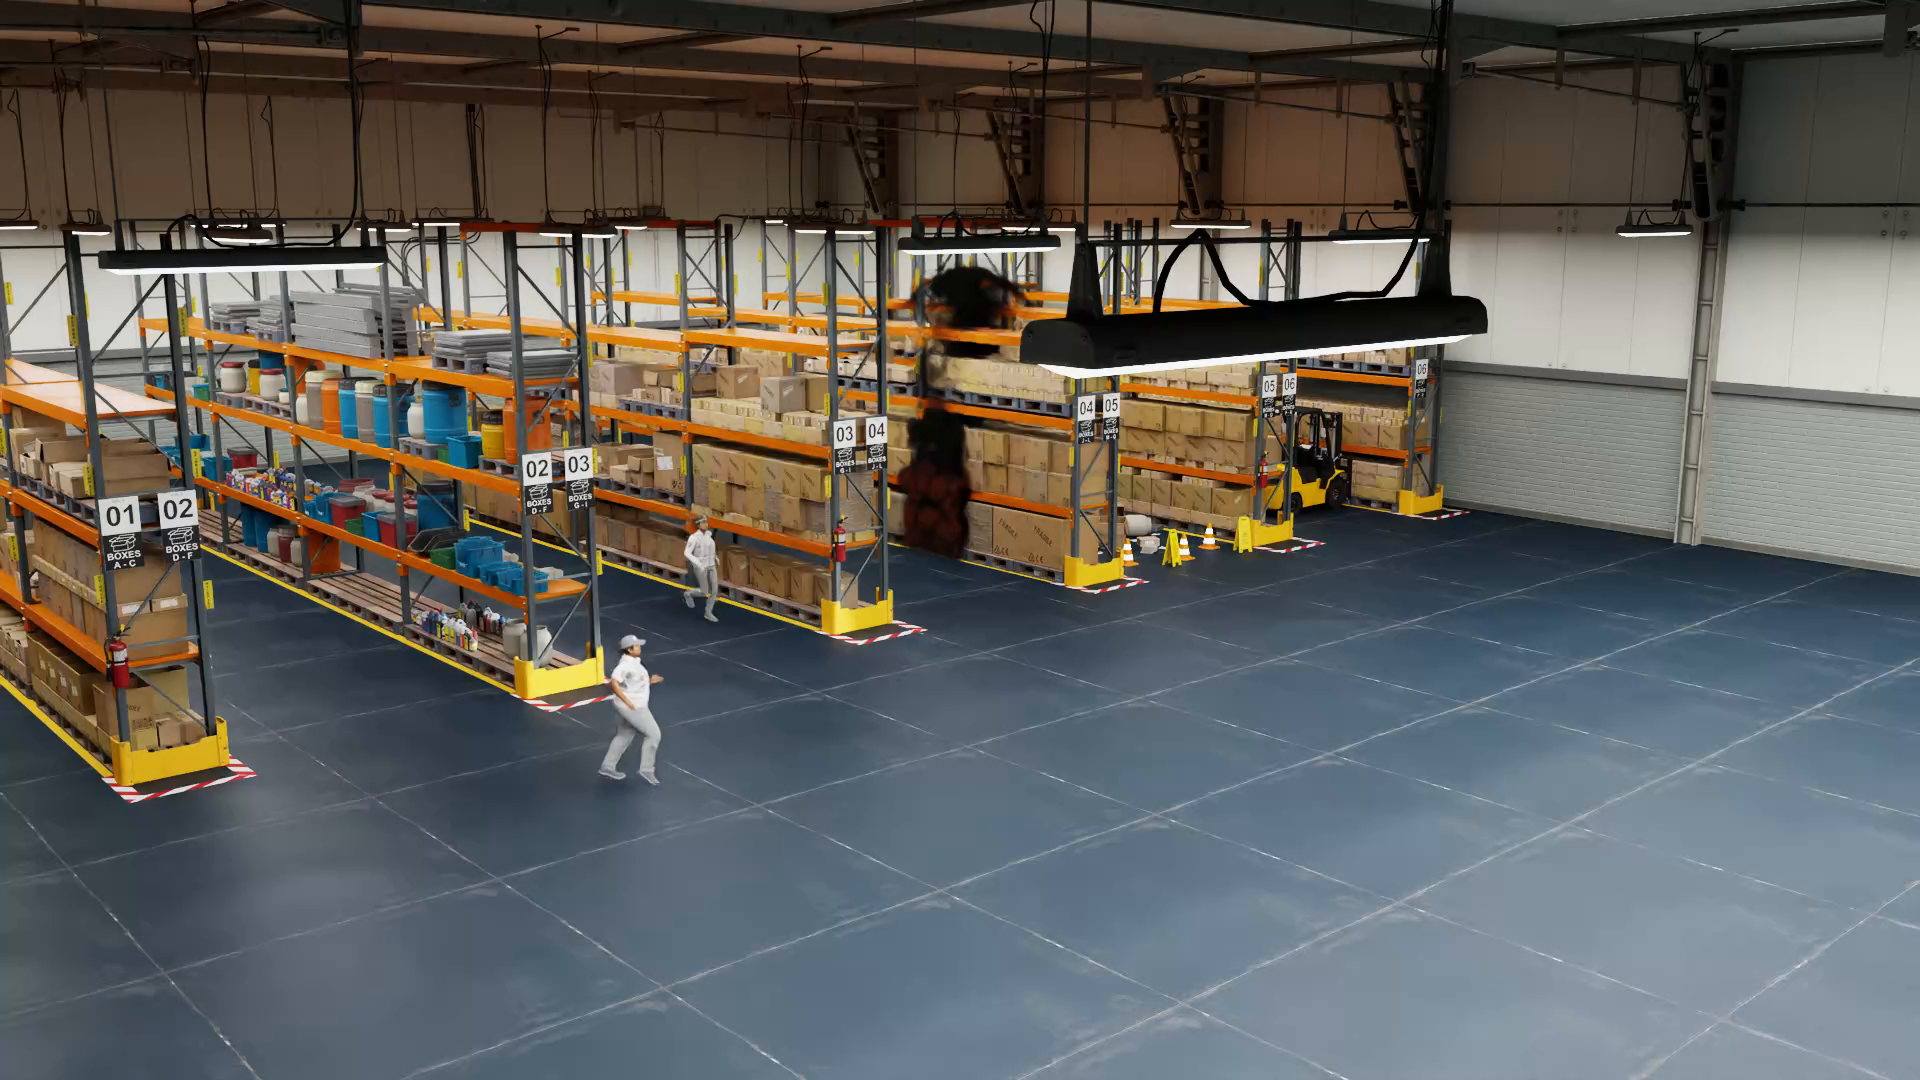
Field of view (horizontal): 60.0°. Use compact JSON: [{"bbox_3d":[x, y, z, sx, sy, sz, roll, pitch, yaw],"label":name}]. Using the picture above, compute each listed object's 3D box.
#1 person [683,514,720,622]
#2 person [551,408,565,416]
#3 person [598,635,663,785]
[{"bbox_3d":[-3.987,0.401,25.729,0.661,1.662,0.617,10,15,40],"label":"person"},{"bbox_3d":[-9.554,-2.446,39.605,0.790,1.732,0.608,4,12,19],"label":"person"},{"bbox_3d":[-3.626,1.890,18.383,0.724,1.728,0.584,-4,12,-18],"label":"person"}]
